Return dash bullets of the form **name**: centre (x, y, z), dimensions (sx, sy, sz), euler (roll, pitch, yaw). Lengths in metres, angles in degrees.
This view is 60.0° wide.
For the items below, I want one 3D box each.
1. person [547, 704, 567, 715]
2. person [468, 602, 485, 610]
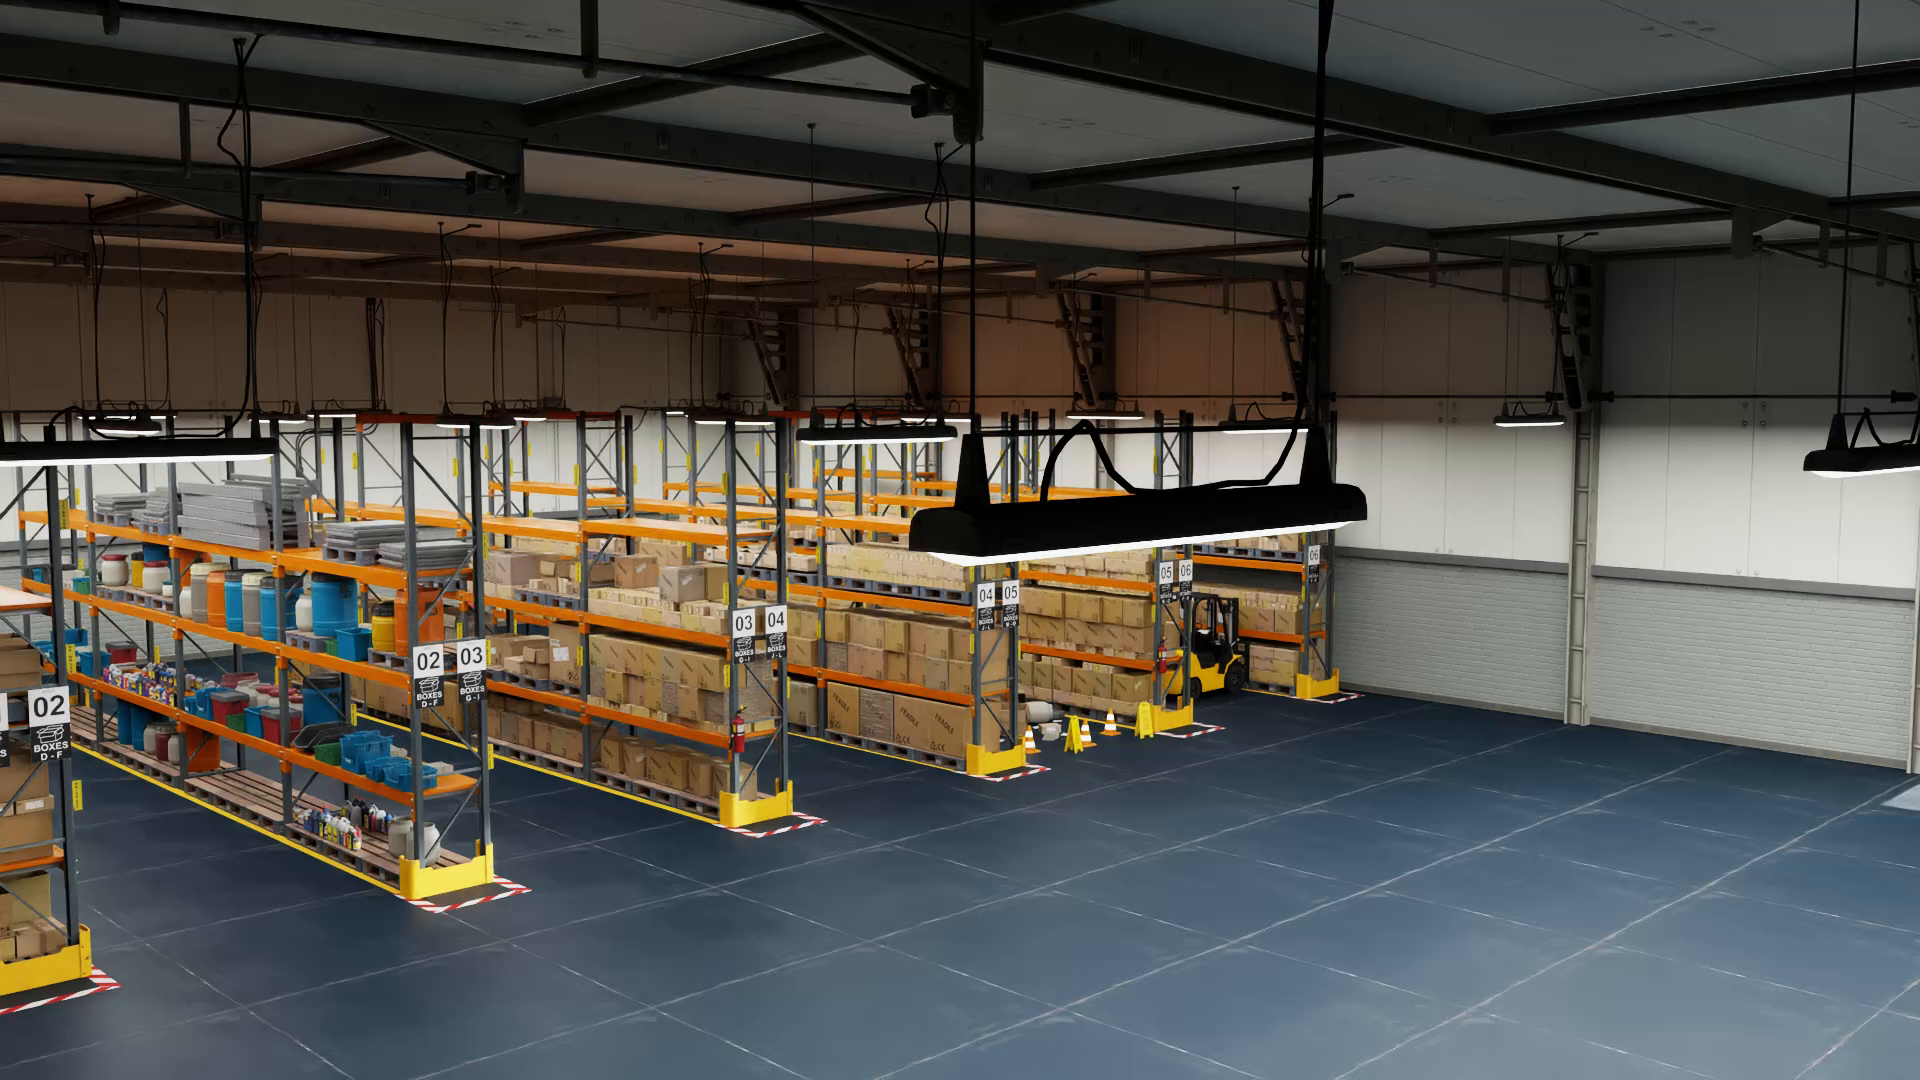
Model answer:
- **person**: centre (-7.683, 2.693, 31.921), dimensions (1.081, 1.711, 0.678), euler (5, 7, 42)
- **person**: centre (-11.814, 1.966, 40.430), dimensions (0.515, 1.684, 0.947), euler (0, 5, 5)
